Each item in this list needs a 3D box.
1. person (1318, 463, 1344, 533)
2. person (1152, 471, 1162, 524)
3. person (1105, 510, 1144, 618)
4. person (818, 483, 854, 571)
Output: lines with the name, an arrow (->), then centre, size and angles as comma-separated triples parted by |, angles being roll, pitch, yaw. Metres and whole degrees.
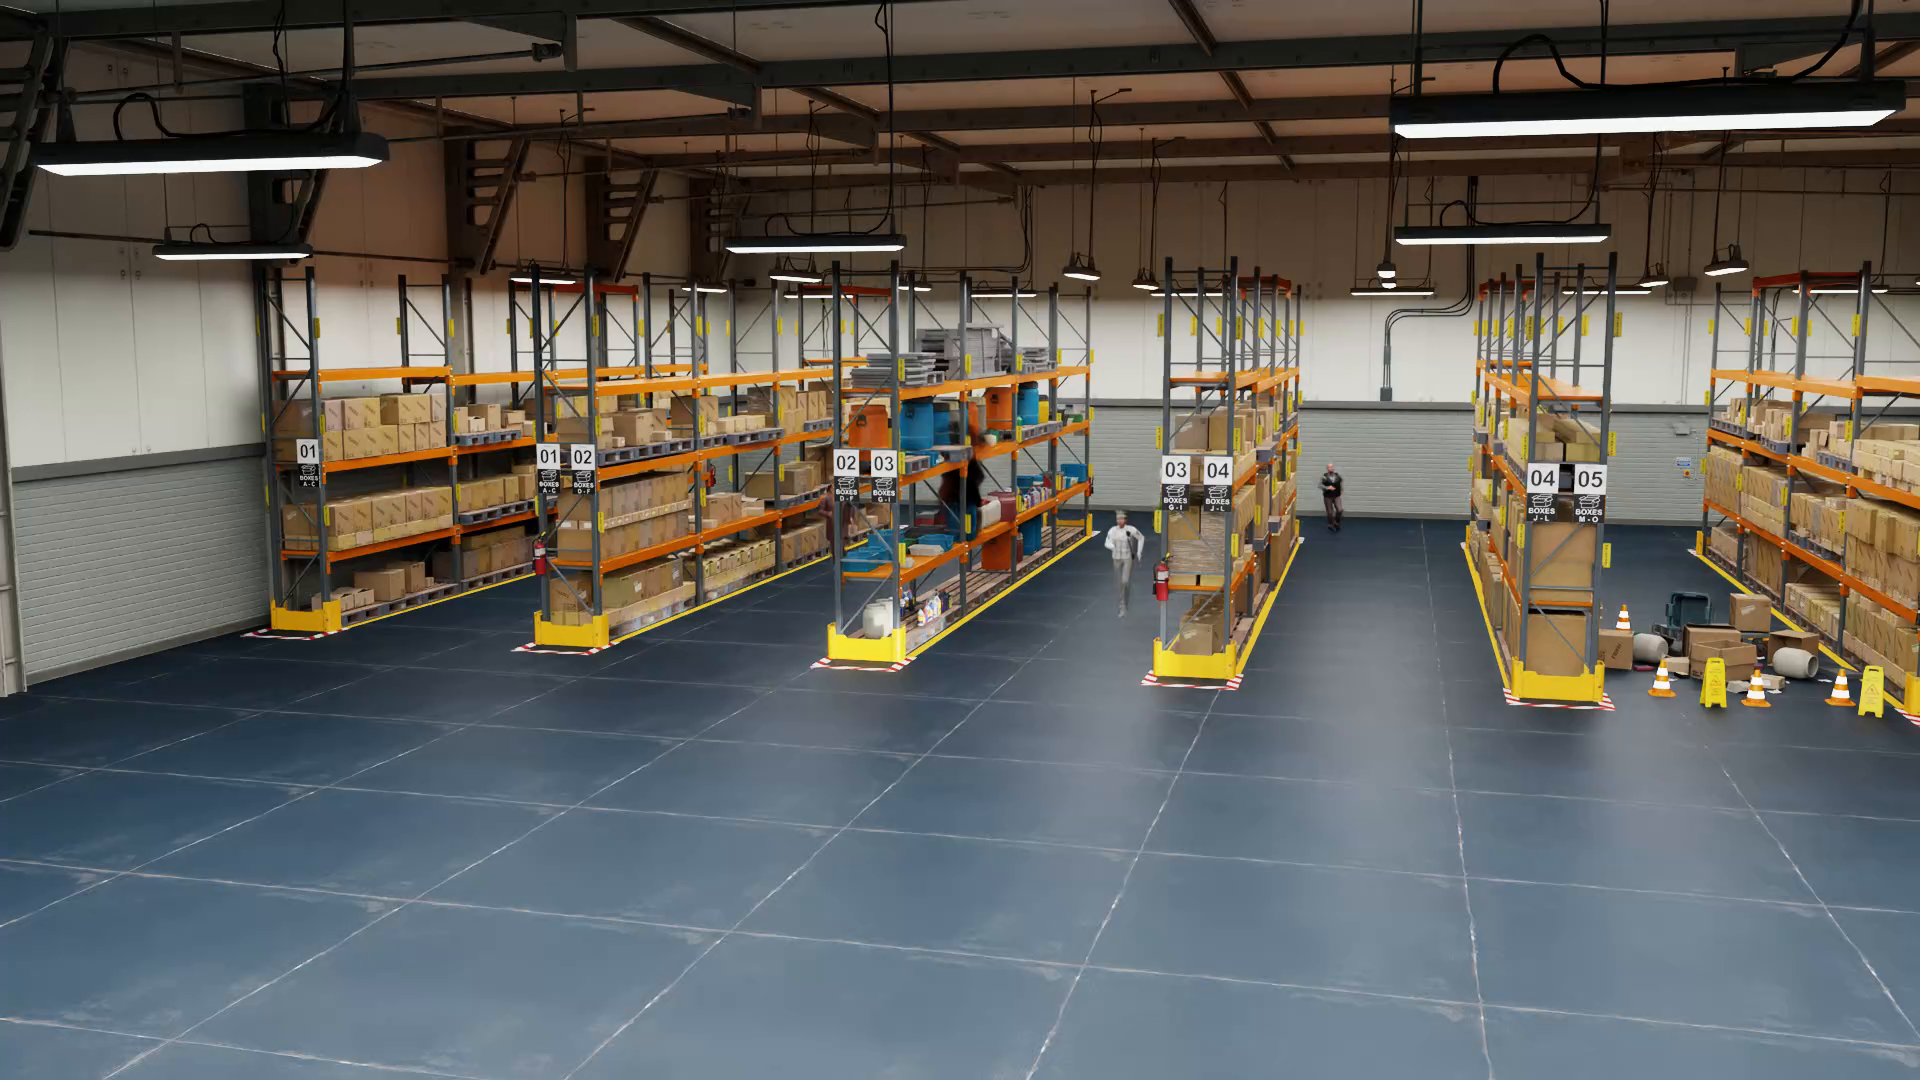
person -> 9.143, -1.021, 40.970 | 0.693, 1.756, 0.636 | -1, 7, -6
person -> 5.285, -1.218, 42.134 | 0.737, 1.790, 0.730 | 6, 9, 38
person -> 2.720, 0.387, 27.734 | 0.595, 1.787, 0.779 | 3, 8, 21
person -> -2.397, -0.184, 32.249 | 0.661, 1.887, 0.915 | 0, 7, 3
